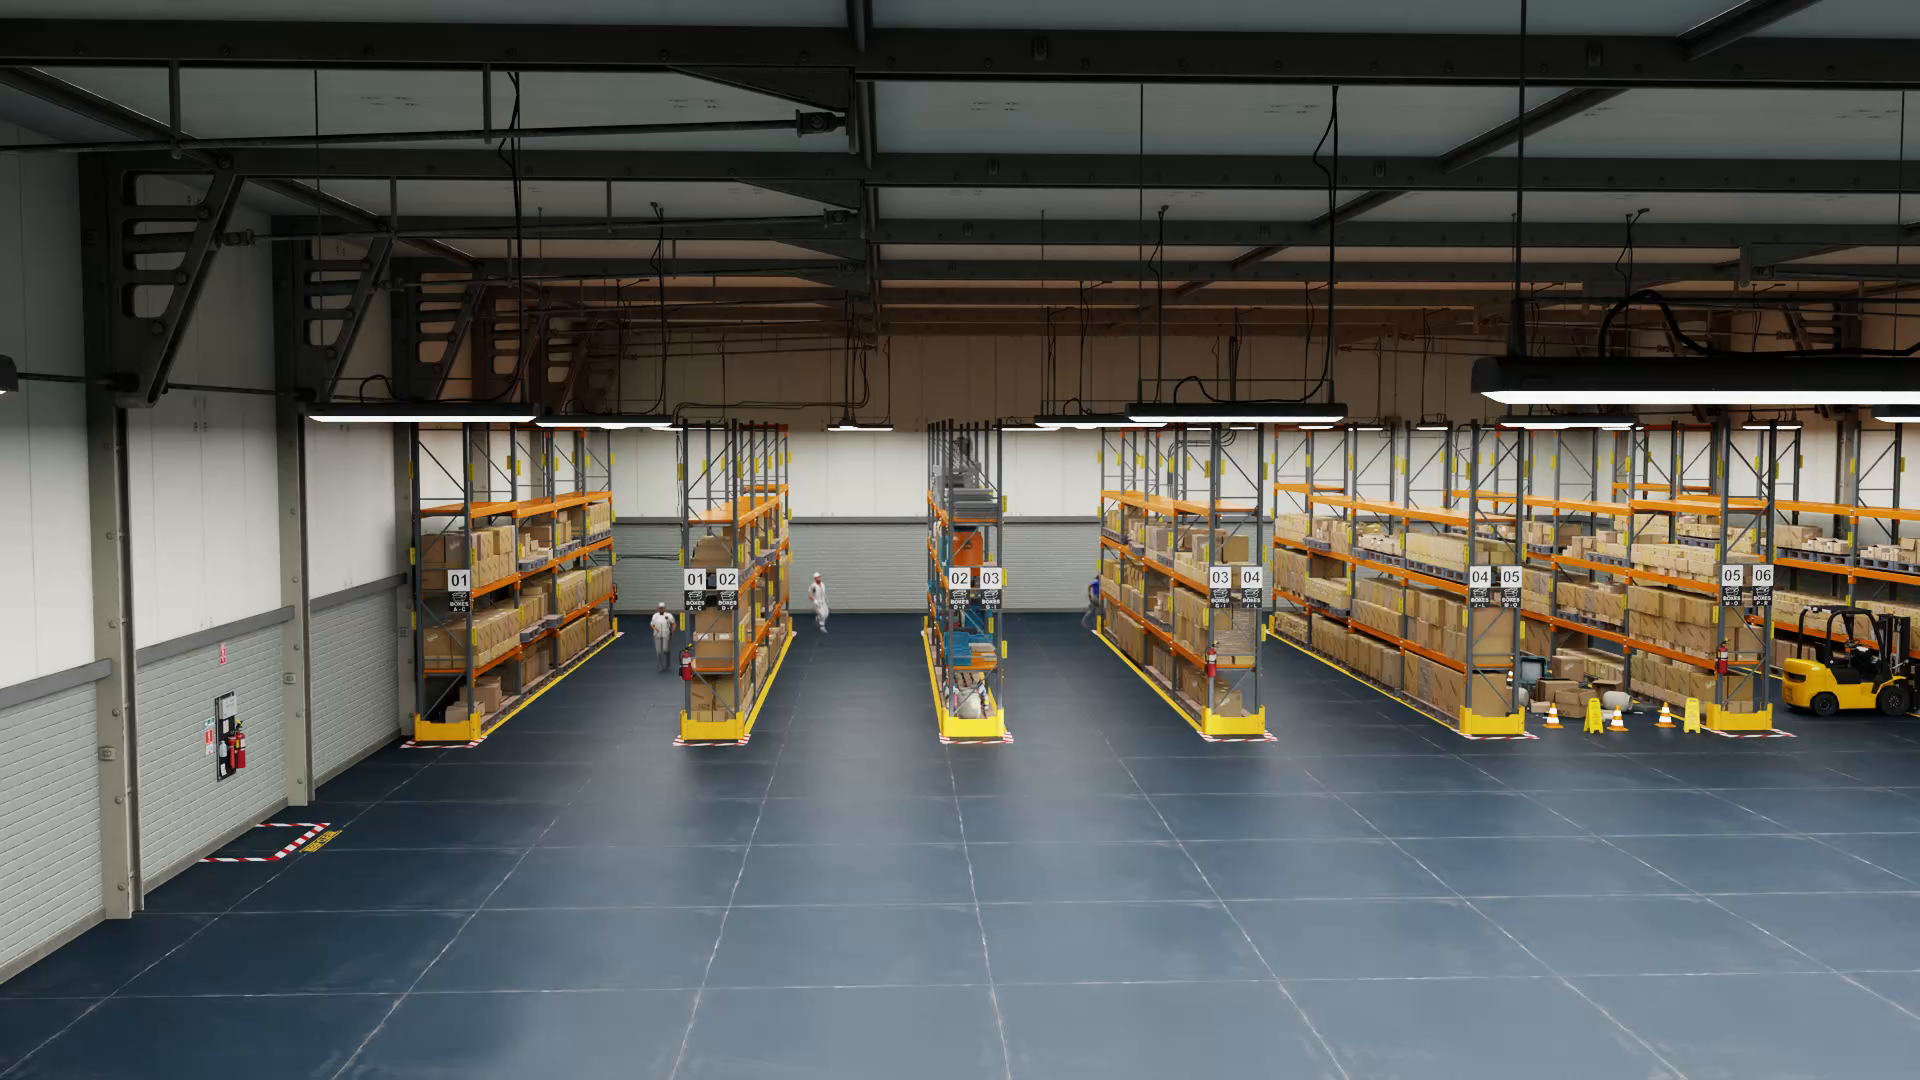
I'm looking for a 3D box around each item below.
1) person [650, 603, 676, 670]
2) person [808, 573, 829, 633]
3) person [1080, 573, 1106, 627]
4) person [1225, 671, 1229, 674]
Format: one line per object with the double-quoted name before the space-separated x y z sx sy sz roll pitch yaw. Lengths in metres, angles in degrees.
"person" -7.179 2.342 40.126 0.591 1.618 0.577 0 4 -1
"person" -4.067 1.808 47.819 0.570 1.728 0.666 3 5 44
"person" 3.950 1.799 48.743 0.856 1.659 0.562 0 4 -1
"person" 6.366 2.322 40.121 0.574 1.701 0.939 0 4 -1
